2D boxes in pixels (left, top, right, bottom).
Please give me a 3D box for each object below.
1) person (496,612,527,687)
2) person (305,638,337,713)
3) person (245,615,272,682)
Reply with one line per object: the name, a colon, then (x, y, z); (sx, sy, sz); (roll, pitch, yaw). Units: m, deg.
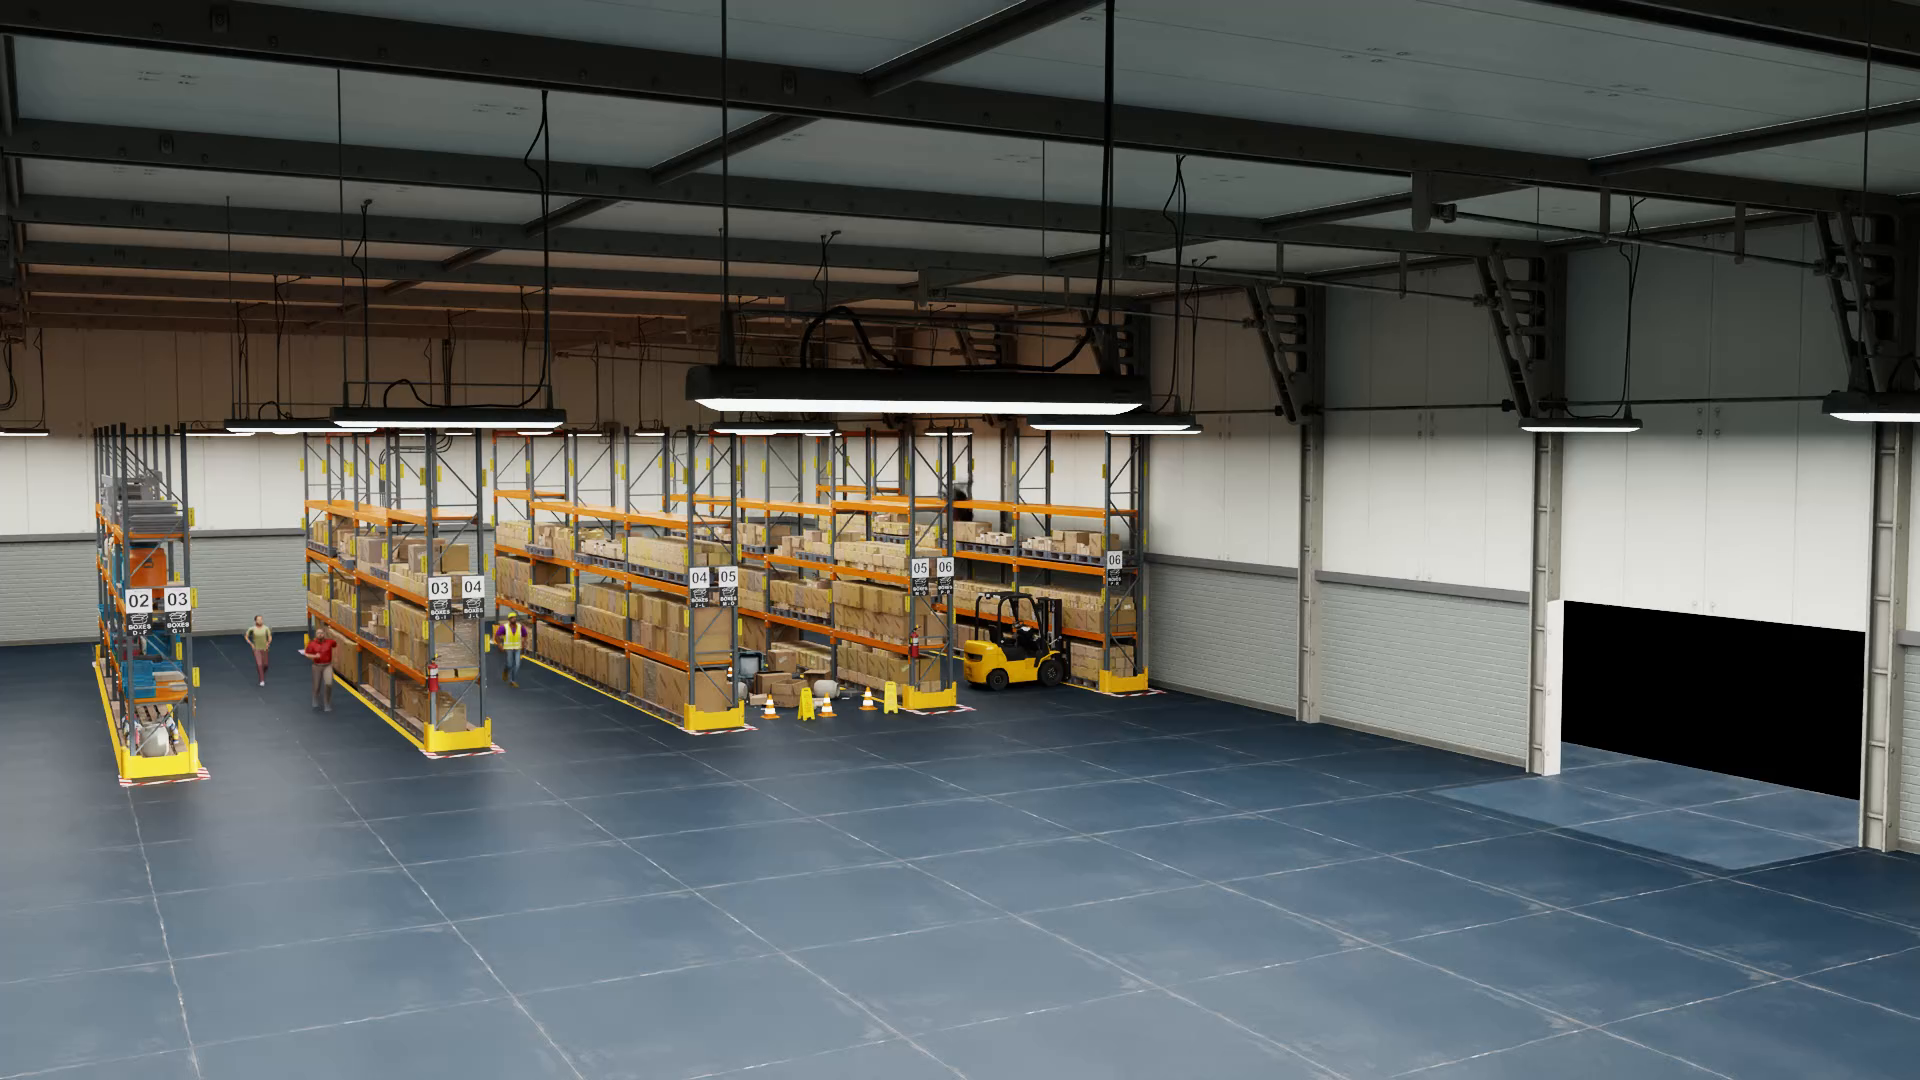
person: (-10.353, 2.534, 38.488); (0.698, 1.726, 0.558); (-2, 4, -28)
person: (-13.508, 2.839, 35.177); (0.633, 1.596, 0.838); (-1, 4, -23)
person: (-16.343, 2.523, 38.760); (0.589, 1.572, 0.529); (-2, 4, -34)
